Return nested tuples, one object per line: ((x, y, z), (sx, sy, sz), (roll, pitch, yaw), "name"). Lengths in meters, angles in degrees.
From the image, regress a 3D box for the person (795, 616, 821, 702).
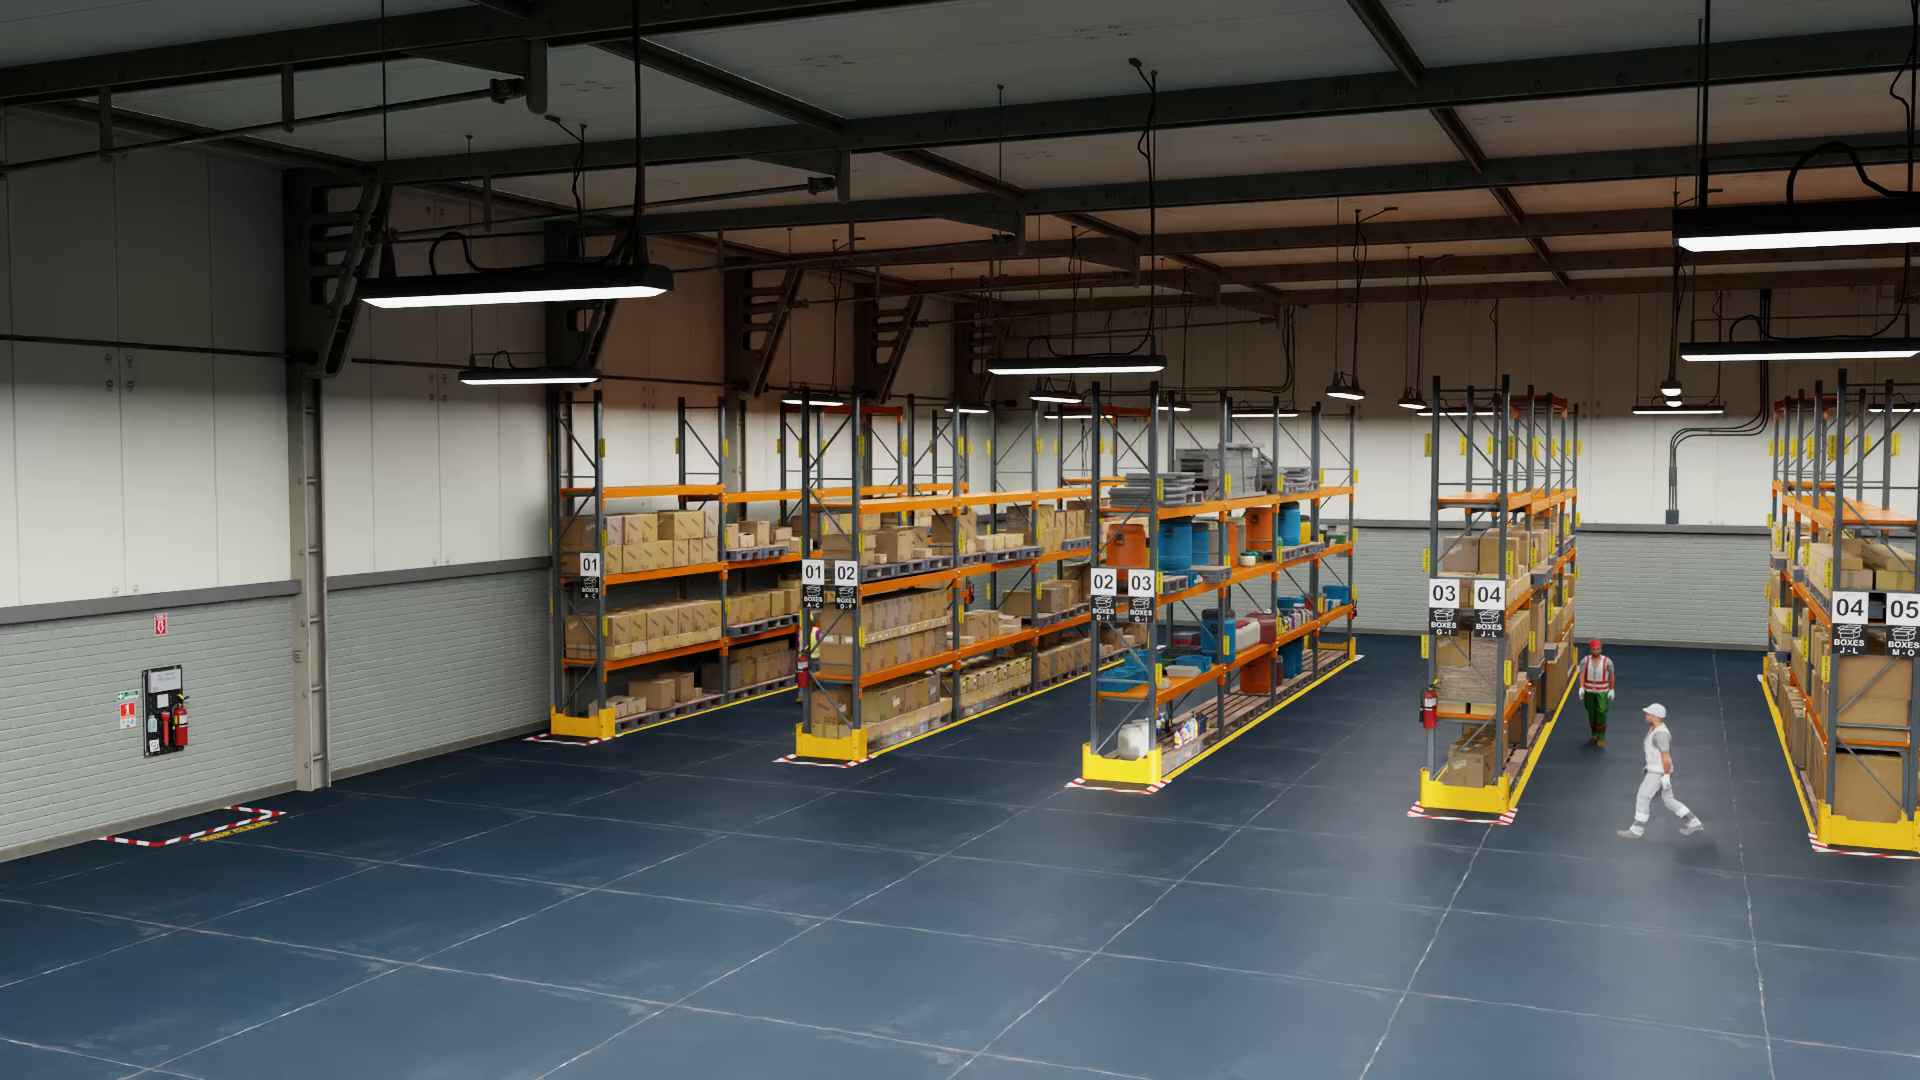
((-2.971, 2.315, 32.826), (0.622, 1.724, 1.056), (0, 3, 9), "person")

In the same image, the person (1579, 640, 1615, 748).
((10.684, 2.553, 27.968), (0.546, 1.745, 0.902), (2, 4, 33), "person")

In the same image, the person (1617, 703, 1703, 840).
((8.931, 2.953, 21.179), (1.034, 1.754, 0.597), (1, 3, 17), "person")
